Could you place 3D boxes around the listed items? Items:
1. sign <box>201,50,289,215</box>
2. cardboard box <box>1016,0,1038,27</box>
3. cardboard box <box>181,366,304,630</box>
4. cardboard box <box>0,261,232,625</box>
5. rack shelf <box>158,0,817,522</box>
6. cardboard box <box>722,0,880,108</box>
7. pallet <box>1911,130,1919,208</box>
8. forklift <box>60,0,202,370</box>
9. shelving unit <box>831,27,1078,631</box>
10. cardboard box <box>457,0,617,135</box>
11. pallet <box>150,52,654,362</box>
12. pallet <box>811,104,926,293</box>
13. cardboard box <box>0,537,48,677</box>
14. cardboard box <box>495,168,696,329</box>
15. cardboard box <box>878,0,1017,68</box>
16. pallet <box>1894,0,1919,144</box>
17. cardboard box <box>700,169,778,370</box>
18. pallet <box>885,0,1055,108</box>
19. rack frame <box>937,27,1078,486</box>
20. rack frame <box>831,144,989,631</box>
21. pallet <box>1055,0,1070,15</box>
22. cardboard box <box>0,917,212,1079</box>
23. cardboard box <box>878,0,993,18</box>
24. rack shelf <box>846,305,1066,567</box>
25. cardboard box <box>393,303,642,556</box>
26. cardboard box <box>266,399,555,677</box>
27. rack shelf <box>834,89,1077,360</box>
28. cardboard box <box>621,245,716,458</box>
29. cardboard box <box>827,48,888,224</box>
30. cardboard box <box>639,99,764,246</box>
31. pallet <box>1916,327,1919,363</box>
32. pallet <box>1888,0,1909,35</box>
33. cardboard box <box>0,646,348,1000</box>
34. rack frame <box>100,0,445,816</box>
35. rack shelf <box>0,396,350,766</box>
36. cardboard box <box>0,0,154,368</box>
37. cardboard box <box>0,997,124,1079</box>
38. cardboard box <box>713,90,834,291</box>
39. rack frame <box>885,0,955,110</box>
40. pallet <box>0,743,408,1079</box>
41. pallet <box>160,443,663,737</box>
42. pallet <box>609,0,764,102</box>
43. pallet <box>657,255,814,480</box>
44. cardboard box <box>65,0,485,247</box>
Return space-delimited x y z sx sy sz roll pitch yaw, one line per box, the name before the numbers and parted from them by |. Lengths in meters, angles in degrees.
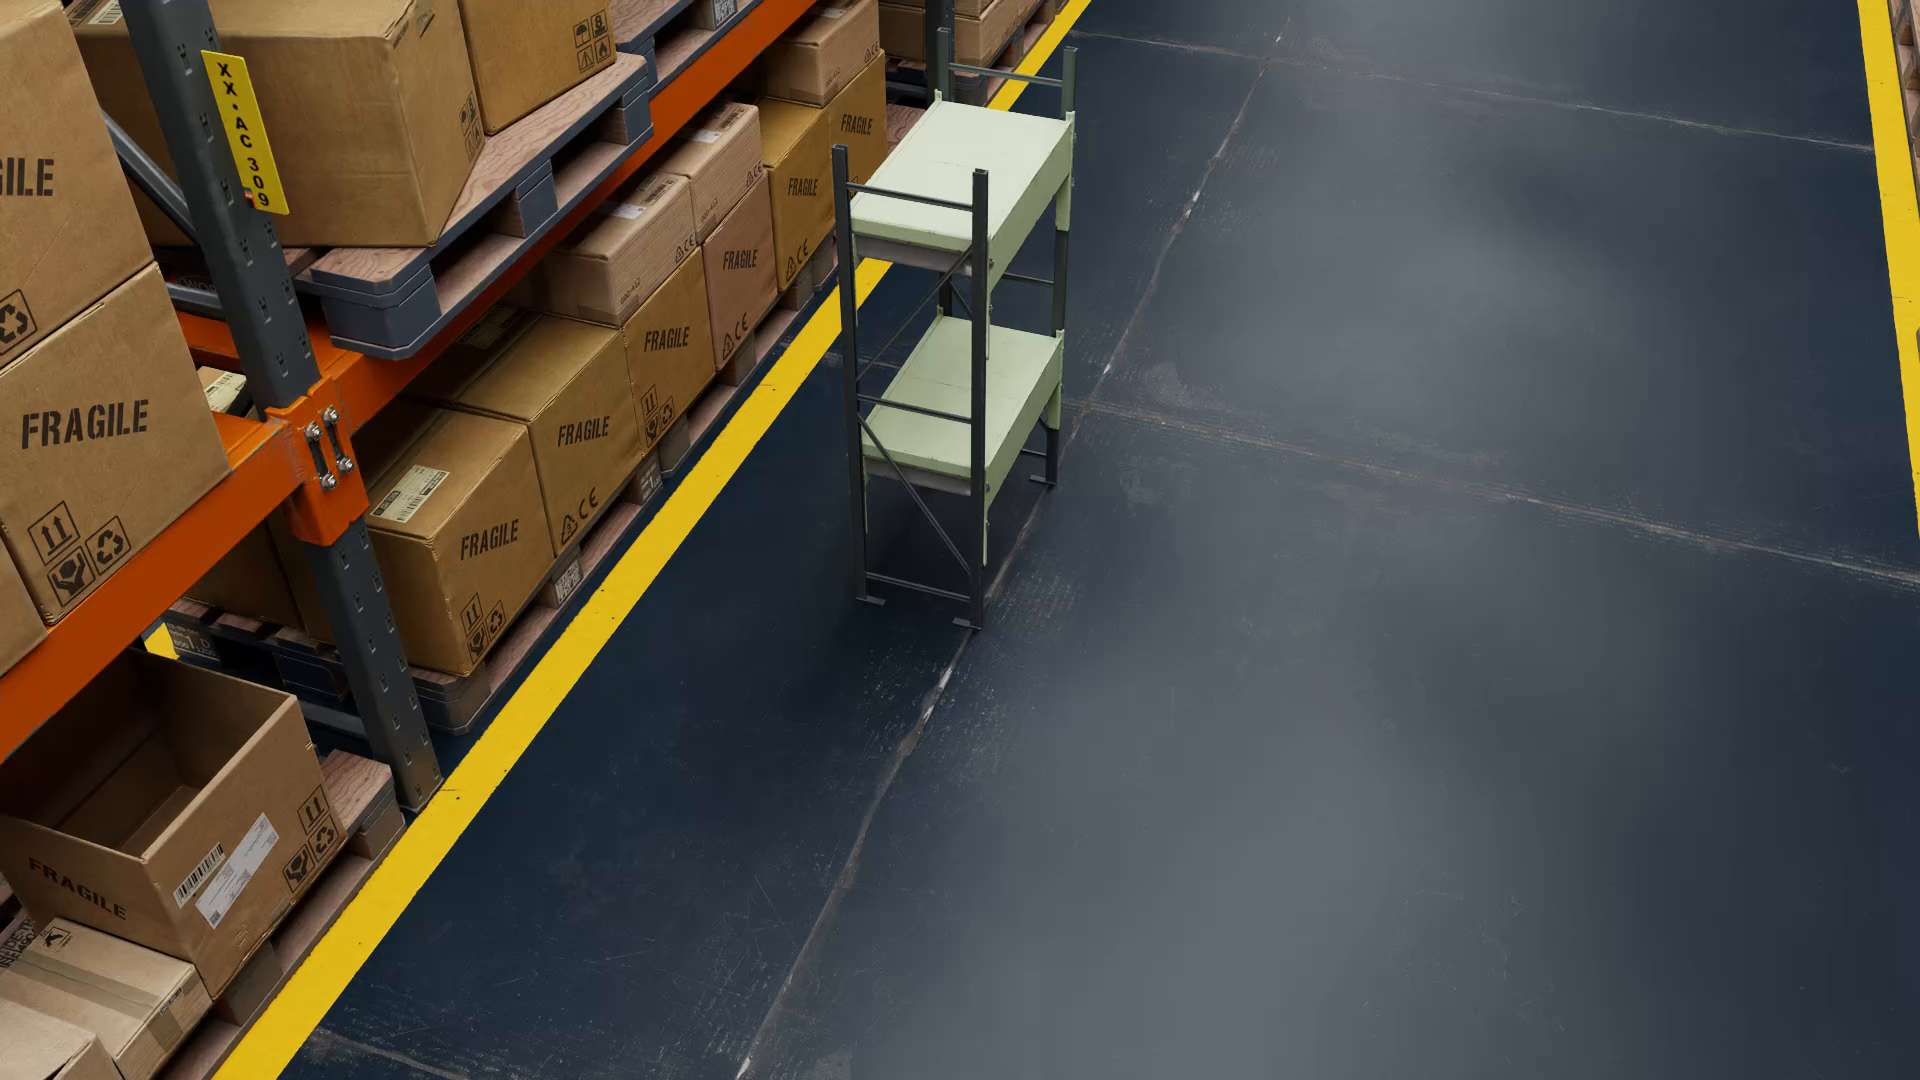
sign | -1.367 -0.775 3.180 0.100 0.325 0.005 13 42 15
cardboard box | 0.114 -2.675 7.870 0.500 0.250 0.500 12 42 14
cardboard box | -1.980 -0.142 4.692 0.500 0.500 0.500 13 42 15
cardboard box | -1.810 -0.237 3.140 0.500 0.500 0.500 14 42 16
rack shelf | -1.196 -1.507 5.260 1.077 0.370 4.000 13 42 15
cardboard box | -0.626 -1.845 6.110 0.500 0.250 0.500 15 43 17
pallet | 4.413 -1.319 6.633 1.003 0.211 1.213 13 42 15
forklift | -2.501 -2.436 5.847 1.130 2.935 3.031 14 42 16
shelving unit | 0.002 -0.575 4.768 0.431 1.500 0.755 13 42 15
cardboard box | -1.332 -1.432 4.216 0.700 0.500 0.500 20 44 22
pallet | -1.504 -0.951 4.202 1.003 0.211 1.213 13 42 15
pallet | -0.803 -1.493 6.837 1.003 0.211 1.213 13 42 15
cardboard box | -1.985 0.078 2.771 0.500 0.500 0.500 14 43 16
cardboard box | -1.143 -0.914 5.019 0.500 0.250 0.500 13 42 15
cardboard box | -0.057 -2.369 7.510 0.500 0.250 0.500 13 42 15
pallet | 4.832 -2.061 7.503 1.003 0.211 1.213 13 42 15
cardboard box | -0.962 -0.958 5.648 0.500 0.500 0.500 12 42 13
pallet | -0.194 -2.433 7.939 1.003 0.211 1.213 13 42 15
rack frame | 0.127 -0.798 5.030 0.400 1.500 0.023 13 42 15
rack frame | -0.123 -0.351 4.506 0.400 1.500 0.023 13 42 15
pallet | 0.225 -3.175 8.809 1.003 0.211 1.213 13 42 15
cardboard box | -1.880 1.009 3.614 0.380 0.149 0.250 13 42 15
cardboard box | -0.057 -2.582 7.328 0.500 0.311 0.500 15 43 17
rack shelf | 0.002 -0.327 4.980 0.431 0.370 0.720 13 42 15
cardboard box | -1.313 -0.346 4.932 0.500 0.500 0.500 14 42 16
cardboard box | -1.485 -0.018 4.547 0.500 0.500 0.500 11 42 13
rack shelf | 0.002 -0.872 4.515 0.431 0.370 0.720 13 42 15
cardboard box | -1.135 -0.649 5.287 0.500 0.500 0.500 14 42 16
cardboard box | -0.611 -1.595 6.395 0.500 0.500 0.500 15 43 17
cardboard box | -0.972 -1.220 5.378 0.500 0.250 0.500 13 42 14
pallet | 3.804 -0.379 5.531 1.003 0.211 1.213 13 42 15
pallet | 5.247 -2.807 8.378 1.003 0.211 1.213 13 42 15
cardboard box | -1.808 0.633 3.784 0.500 0.500 0.500 13 42 15
rack frame | -1.880 -0.561 3.596 1.000 3.000 0.127 13 42 15
rack shelf | -2.564 0.932 2.400 1.077 0.370 4.000 13 42 15
cardboard box | -1.809 -0.614 2.811 0.500 0.500 0.500 14 42 15
cardboard box | -2.064 1.162 3.309 0.500 0.311 0.500 13 42 15
cardboard box | -0.788 -1.279 6.025 0.500 0.500 0.500 12 42 14
rack frame | -0.512 -3.001 6.456 1.000 3.000 0.127 13 42 15
pallet | -2.115 0.919 4.011 1.003 0.211 1.213 13 42 15
pallet | -1.637 -0.005 5.093 1.003 0.211 1.213 13 42 15
pallet | -1.173 -1.741 5.127 1.003 0.211 1.213 13 42 15
pallet | -1.222 -0.751 5.968 1.003 0.211 1.213 13 42 15
cardboard box | -1.508 -0.998 3.708 0.700 0.500 0.500 0 40 0
